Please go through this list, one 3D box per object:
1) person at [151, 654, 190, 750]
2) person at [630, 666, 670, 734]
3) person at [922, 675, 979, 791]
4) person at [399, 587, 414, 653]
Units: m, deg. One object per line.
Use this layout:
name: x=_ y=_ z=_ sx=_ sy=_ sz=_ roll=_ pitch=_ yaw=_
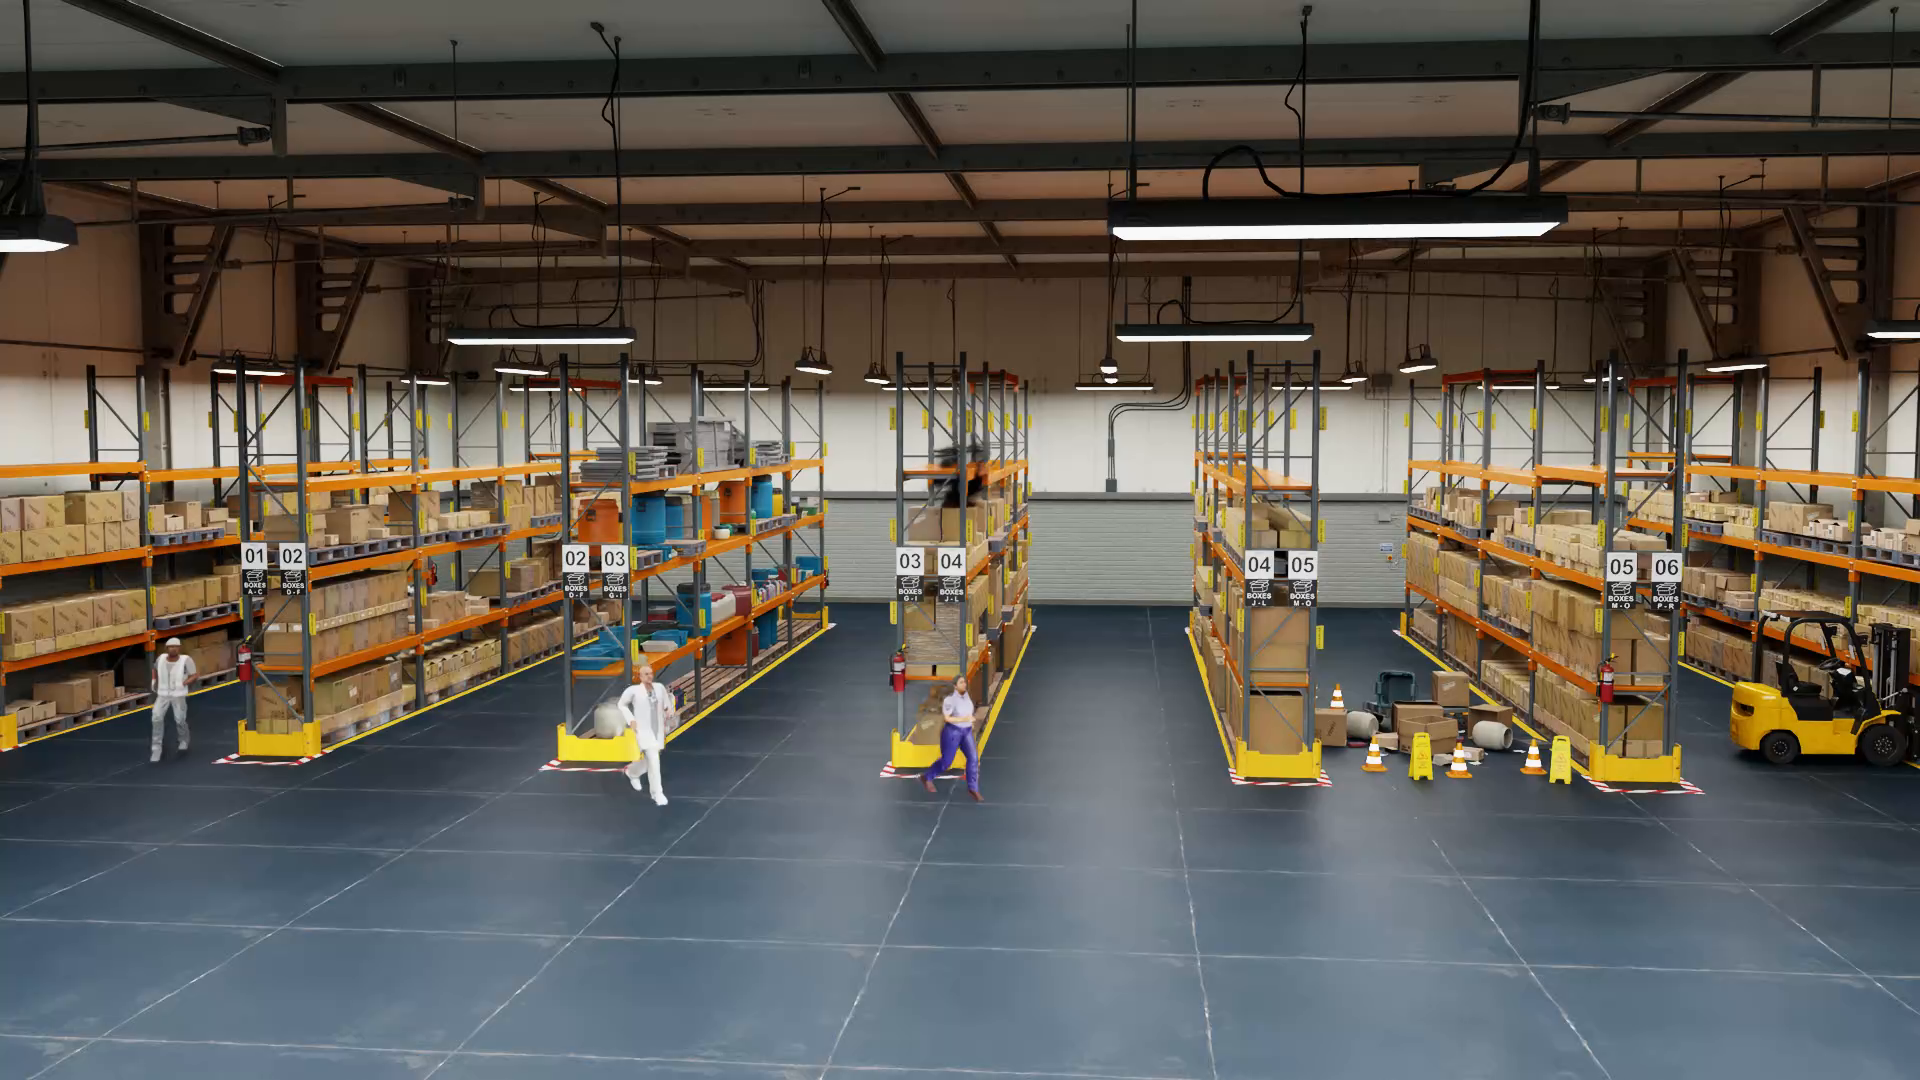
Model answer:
person: x=-11.797 y=2.402 z=24.860 sx=0.559 sy=1.406 sz=0.725 roll=-1 pitch=4 yaw=-10
person: x=-4.085 y=2.107 z=21.966 sx=0.658 sy=0.897 sz=0.583 roll=-4 pitch=6 yaw=-43
person: x=-0.069 y=2.550 z=22.100 sx=0.843 sy=1.534 sz=0.615 roll=4 pitch=6 yaw=42
person: x=-11.804 y=1.638 z=35.145 sx=0.631 sy=1.733 sz=0.968 roll=-1 pitch=4 yaw=-7
